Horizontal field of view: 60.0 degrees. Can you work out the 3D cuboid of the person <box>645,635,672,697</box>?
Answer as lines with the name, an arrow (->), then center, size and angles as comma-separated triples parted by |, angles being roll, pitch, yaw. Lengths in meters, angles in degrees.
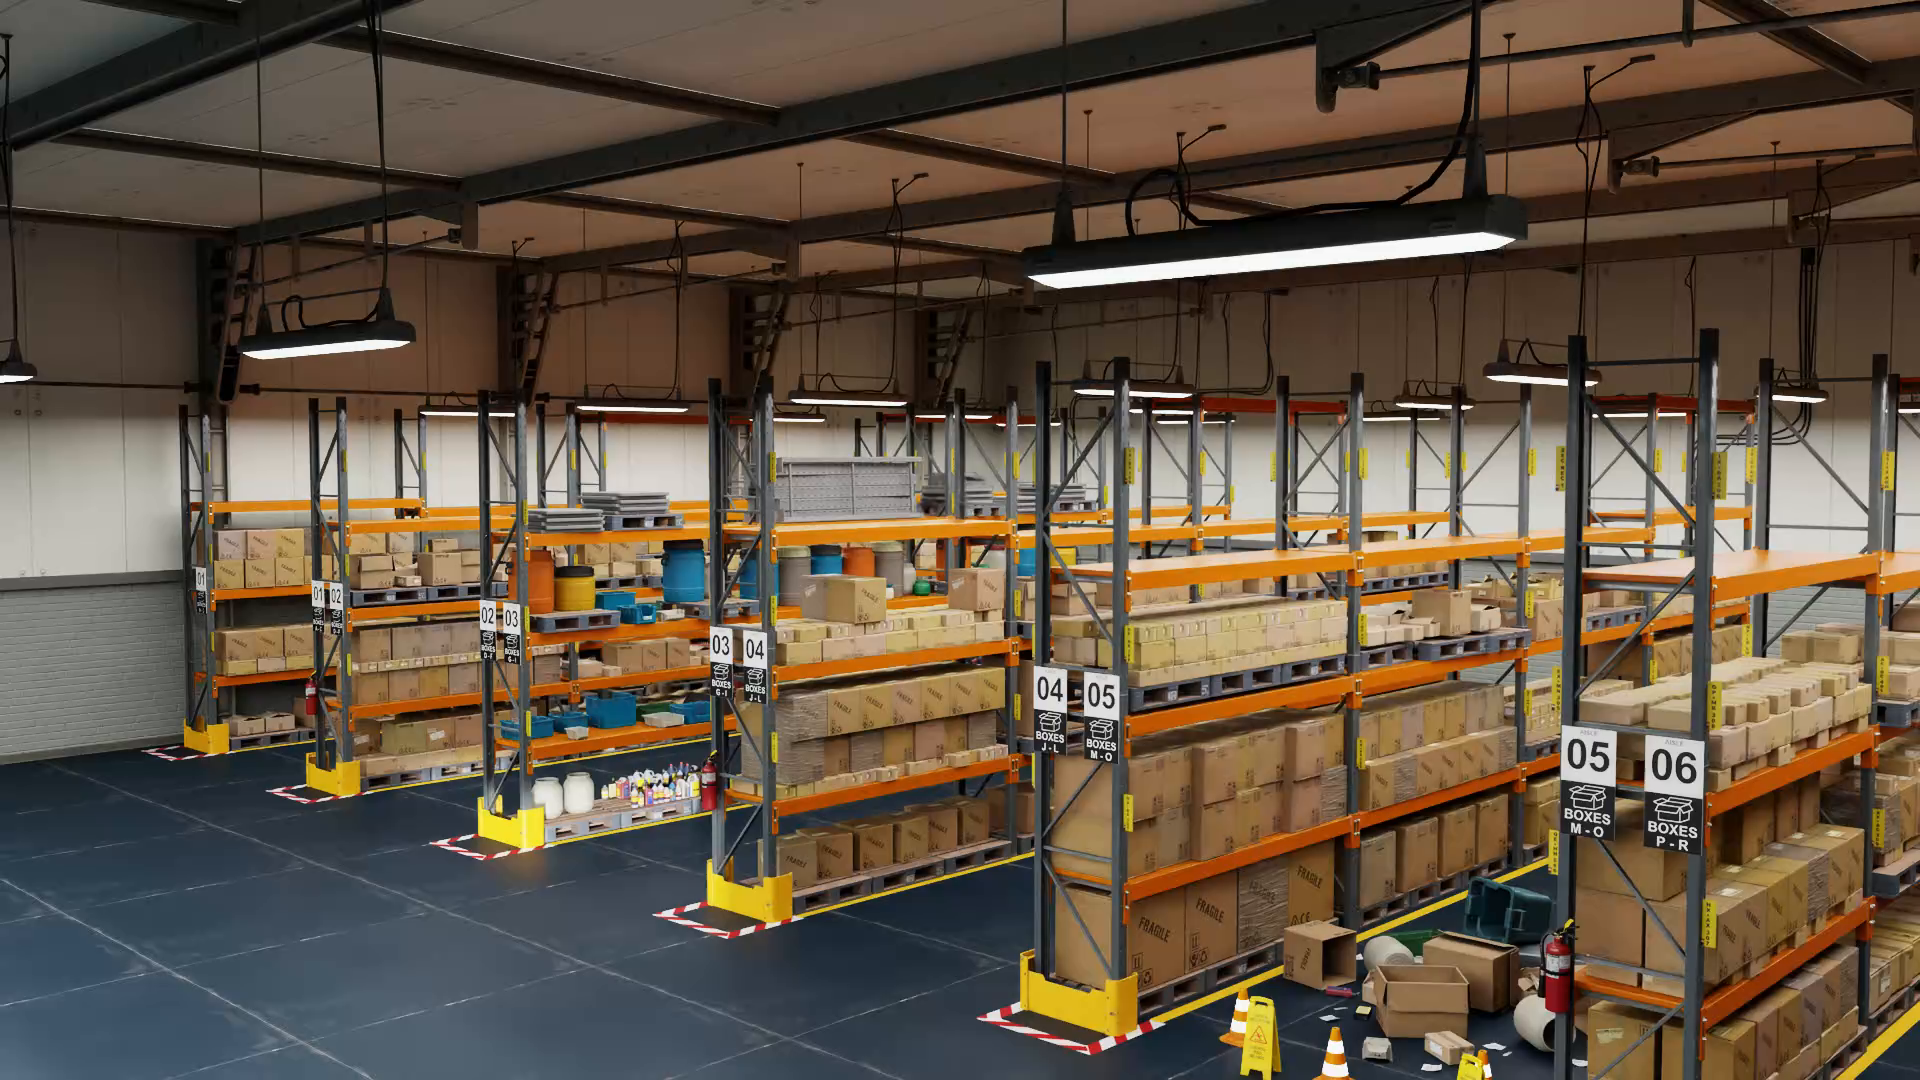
person -> -5.720, 2.656, 31.668 | 0.658, 1.683, 0.590 | 2, 4, 34

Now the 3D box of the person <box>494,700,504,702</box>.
person -> -8.079, 2.751, 29.068 | 0.675, 1.831, 0.781 | 2, 4, 35
